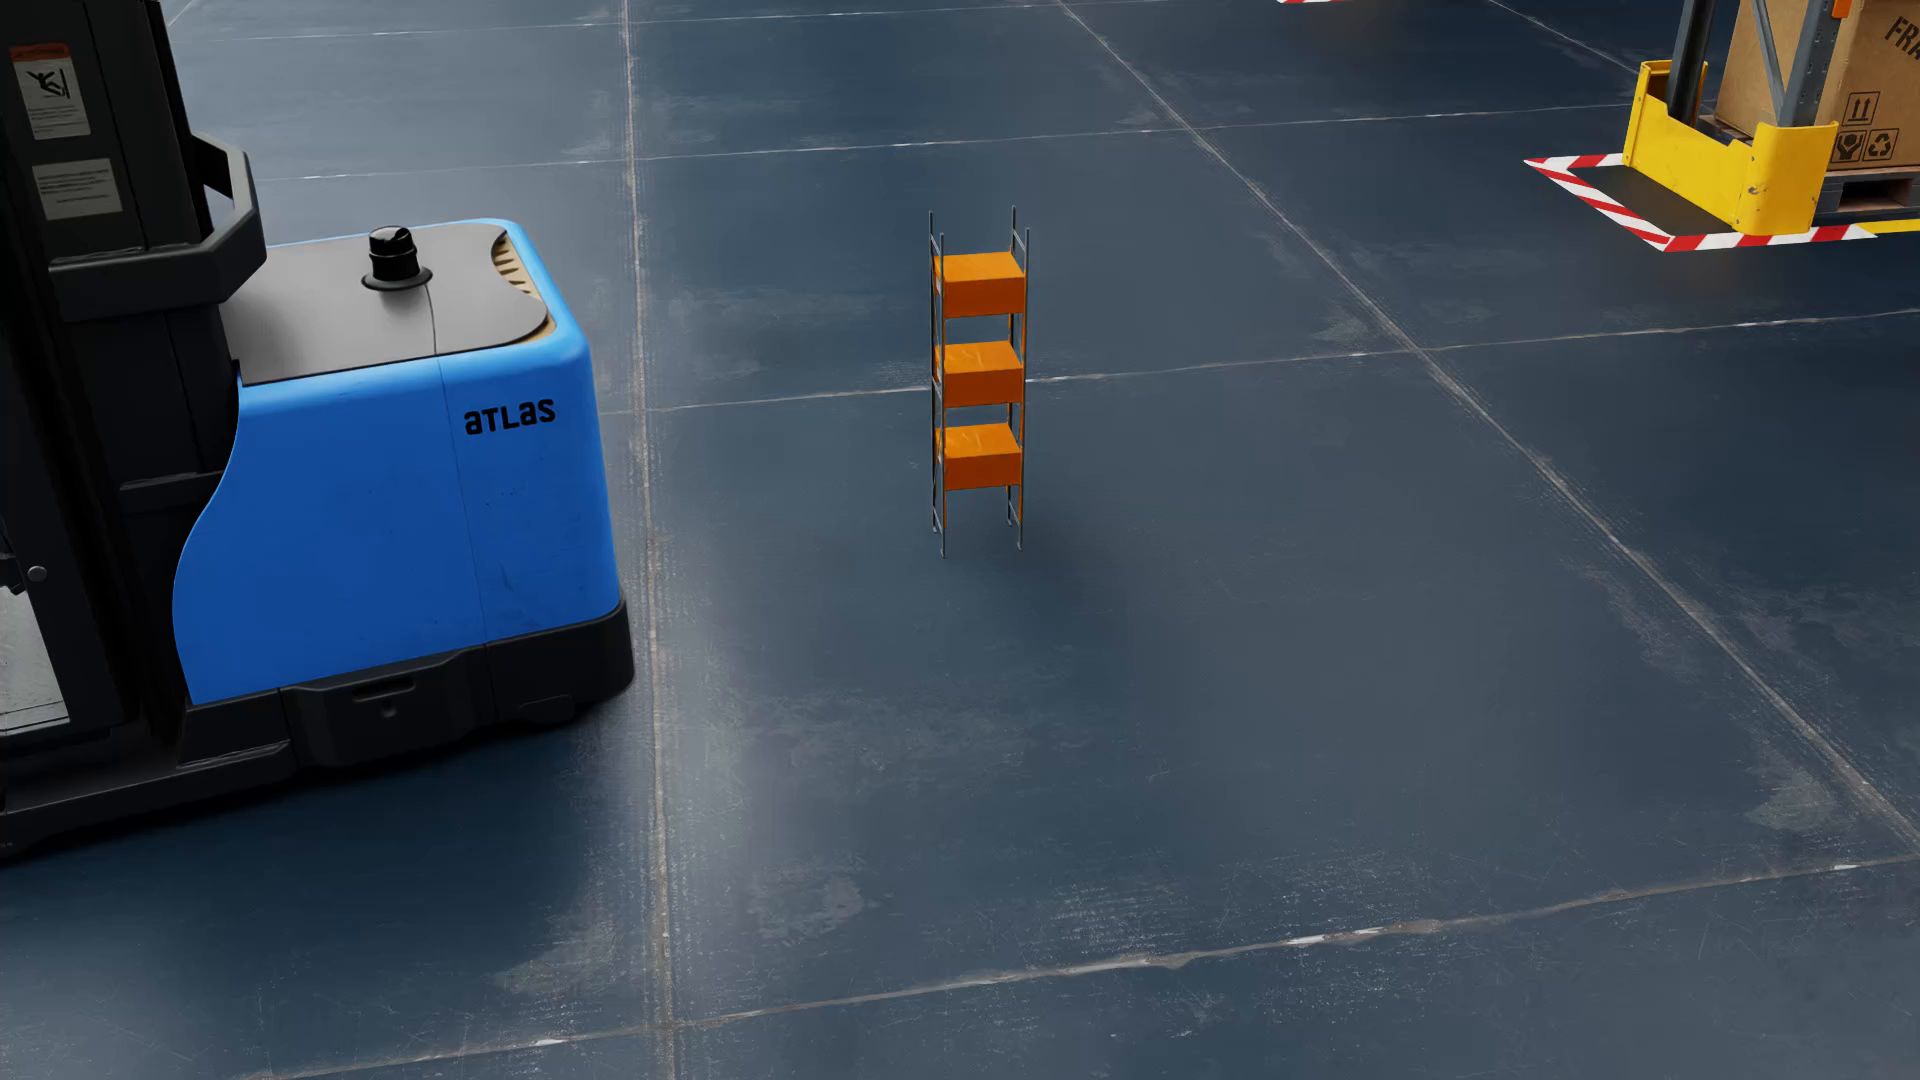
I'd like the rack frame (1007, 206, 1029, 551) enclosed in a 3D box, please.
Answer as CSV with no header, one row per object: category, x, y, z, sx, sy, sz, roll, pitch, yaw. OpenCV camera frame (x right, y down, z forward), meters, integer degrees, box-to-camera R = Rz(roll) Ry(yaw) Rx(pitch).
rack frame,0.173,-0.469,5.011,0.008,1.050,0.200,-5,31,-9

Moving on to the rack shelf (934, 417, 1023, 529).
rack shelf,0.053,-0.209,5.138,0.240,0.259,0.215,-5,31,-9

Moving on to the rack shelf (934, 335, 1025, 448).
rack shelf,0.053,-0.448,4.998,0.240,0.259,0.215,-5,31,-9

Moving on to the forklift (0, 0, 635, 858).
forklift,-2.444,-0.748,3.631,3.031,2.935,1.130,-12,33,-20

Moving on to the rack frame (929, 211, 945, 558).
rack frame,-0.067,-0.446,4.973,0.008,1.050,0.200,-5,31,-9

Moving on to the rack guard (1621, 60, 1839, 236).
rack guard,3.668,-1.907,8.001,0.348,0.500,1.175,-5,31,-9

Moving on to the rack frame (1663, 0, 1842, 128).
rack frame,3.691,-2.987,7.371,0.127,3.000,1.000,-5,31,-9

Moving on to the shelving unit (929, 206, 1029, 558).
shelving unit,0.053,-0.457,4.992,0.252,1.050,0.215,-5,31,-9

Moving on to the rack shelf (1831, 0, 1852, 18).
rack shelf,5.659,-2.860,7.864,4.000,0.370,1.077,-5,31,-9

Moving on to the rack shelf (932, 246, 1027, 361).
rack shelf,0.053,-0.693,4.854,0.240,0.259,0.215,-5,31,-9

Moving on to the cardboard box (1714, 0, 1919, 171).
cardboard box,4.346,-2.347,7.964,0.875,0.875,0.875,-5,31,-9

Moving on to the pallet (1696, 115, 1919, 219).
pallet,4.464,-1.897,8.268,1.213,0.211,1.003,-5,31,-9
